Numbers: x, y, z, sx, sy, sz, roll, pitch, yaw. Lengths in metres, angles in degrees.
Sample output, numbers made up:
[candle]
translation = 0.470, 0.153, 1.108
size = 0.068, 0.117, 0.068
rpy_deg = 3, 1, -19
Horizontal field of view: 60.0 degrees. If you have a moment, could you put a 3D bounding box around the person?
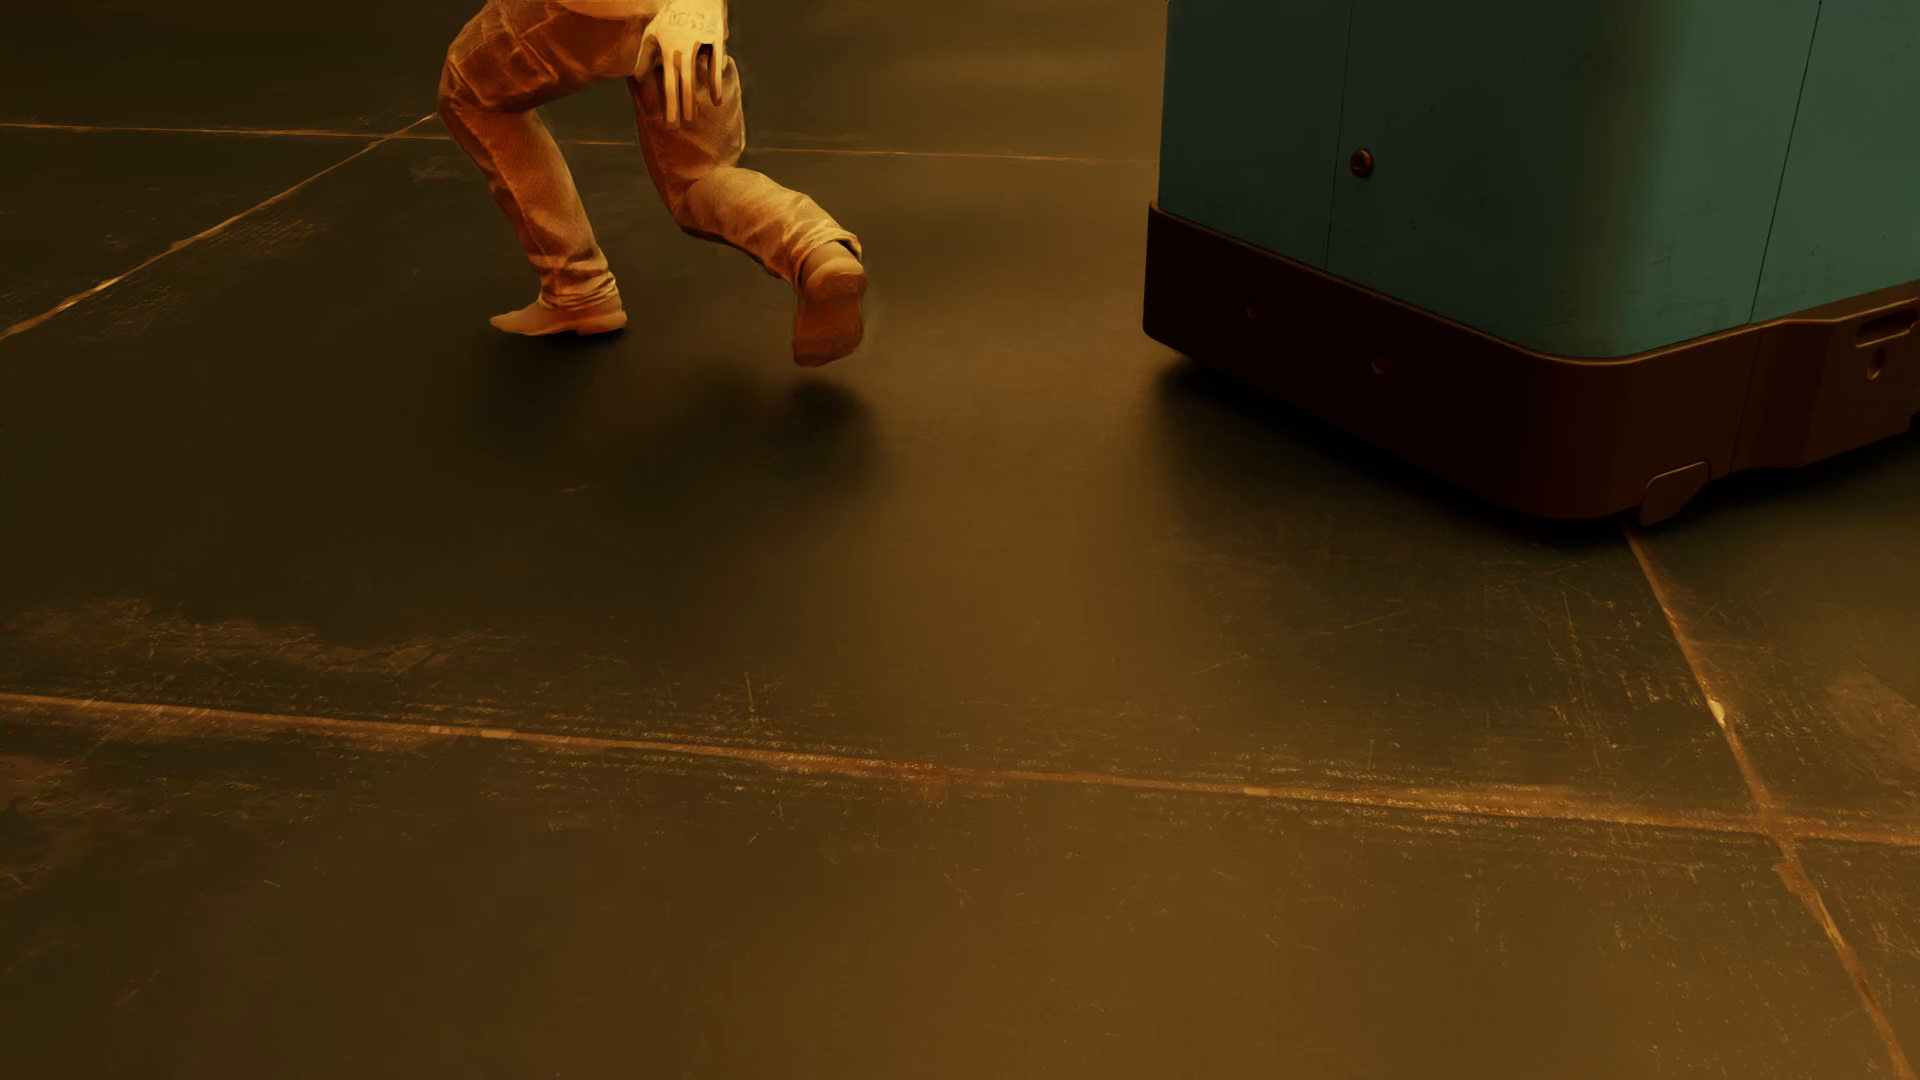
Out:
[person]
translation = -0.591, -0.987, 2.835
size = 0.939, 1.543, 0.697
rpy_deg = 10, 28, 19

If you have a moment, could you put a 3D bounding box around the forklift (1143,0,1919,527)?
[forklift]
translation = 1.873, -1.806, 2.836
size = 3.031, 2.935, 1.130
rpy_deg = -15, 30, -27
